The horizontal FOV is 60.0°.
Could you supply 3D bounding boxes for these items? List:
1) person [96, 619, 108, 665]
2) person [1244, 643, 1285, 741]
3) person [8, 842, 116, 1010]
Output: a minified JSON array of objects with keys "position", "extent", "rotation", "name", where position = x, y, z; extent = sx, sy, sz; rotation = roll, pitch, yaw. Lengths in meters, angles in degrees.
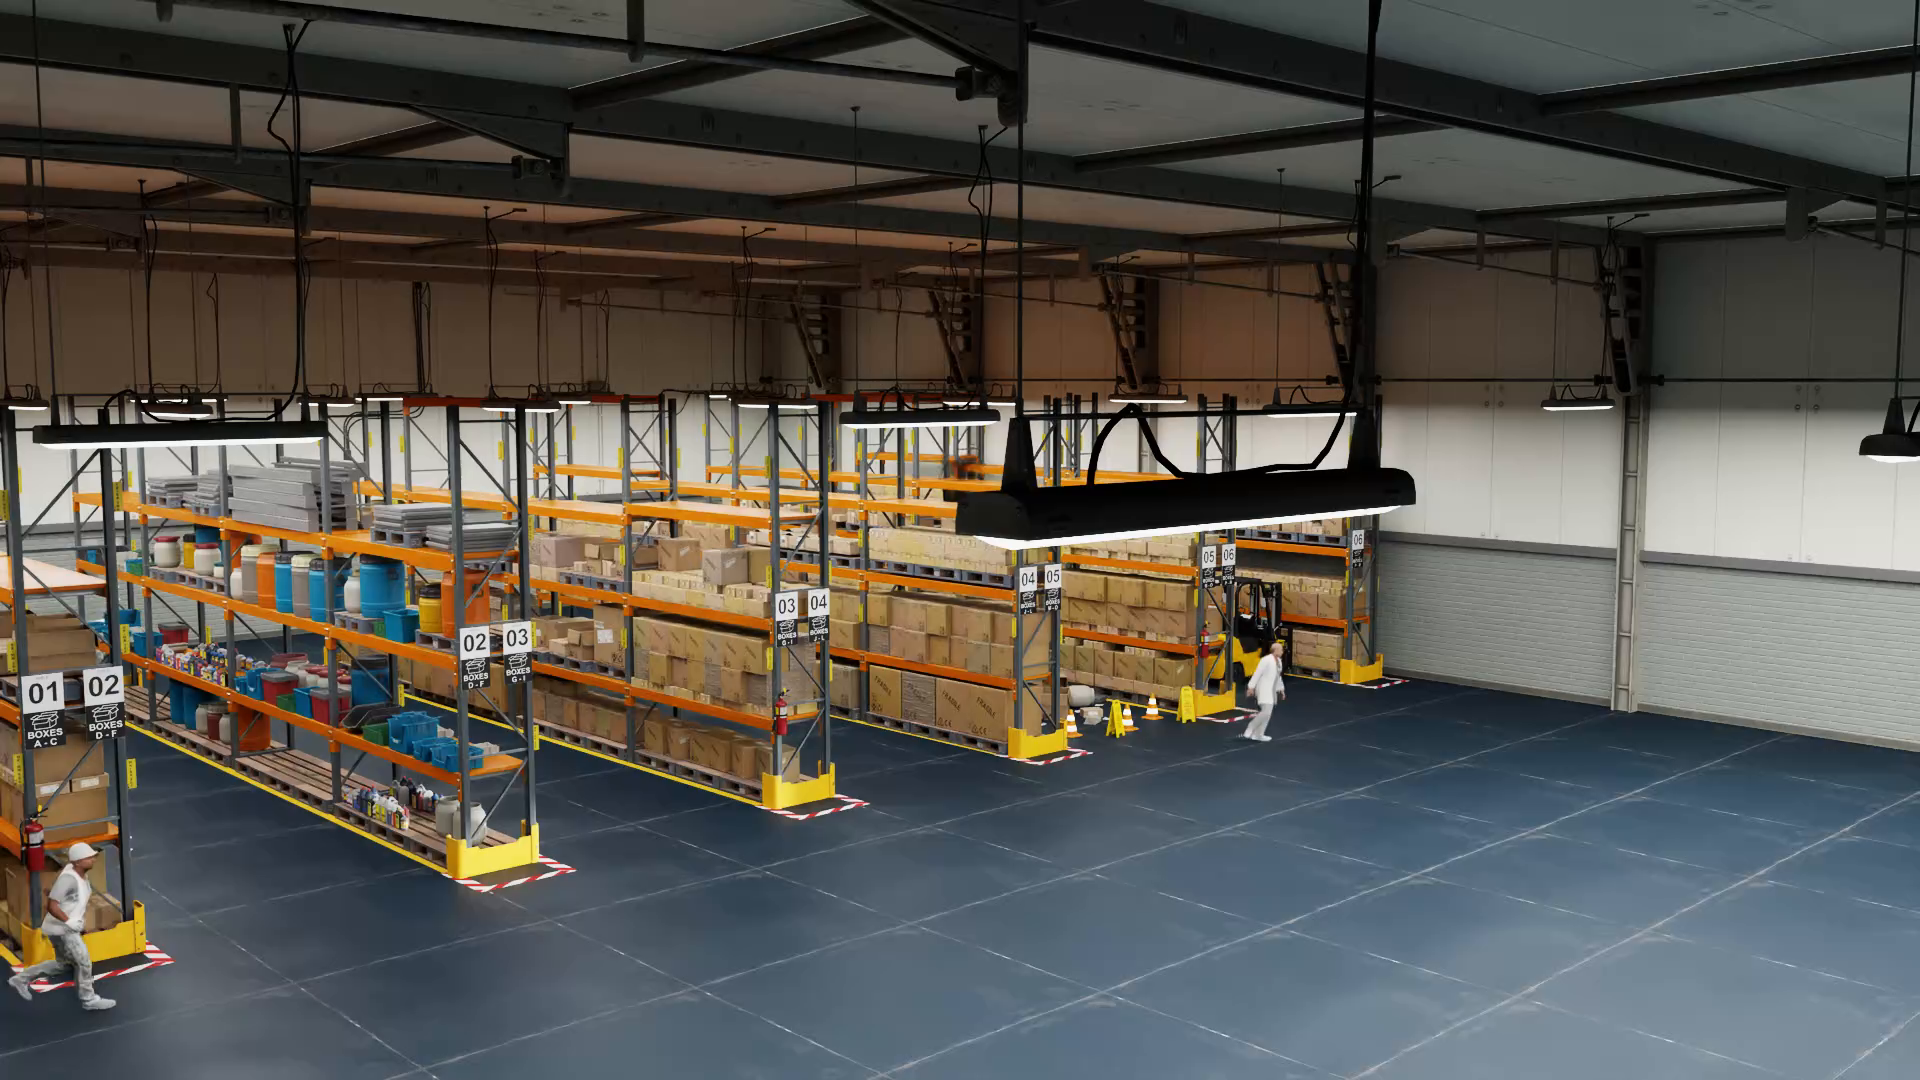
[{"position":[-18.137,2.232,35.151],"extent":[0.912,1.404,0.651],"rotation":[-1,6,-12],"name":"person"},{"position":[5.336,2.657,29.116],"extent":[0.569,1.745,0.744],"rotation":[5,7,41],"name":"person"},{"position":[-8.976,3.877,16.509],"extent":[0.960,1.737,0.683],"rotation":[-1,6,-12],"name":"person"}]
